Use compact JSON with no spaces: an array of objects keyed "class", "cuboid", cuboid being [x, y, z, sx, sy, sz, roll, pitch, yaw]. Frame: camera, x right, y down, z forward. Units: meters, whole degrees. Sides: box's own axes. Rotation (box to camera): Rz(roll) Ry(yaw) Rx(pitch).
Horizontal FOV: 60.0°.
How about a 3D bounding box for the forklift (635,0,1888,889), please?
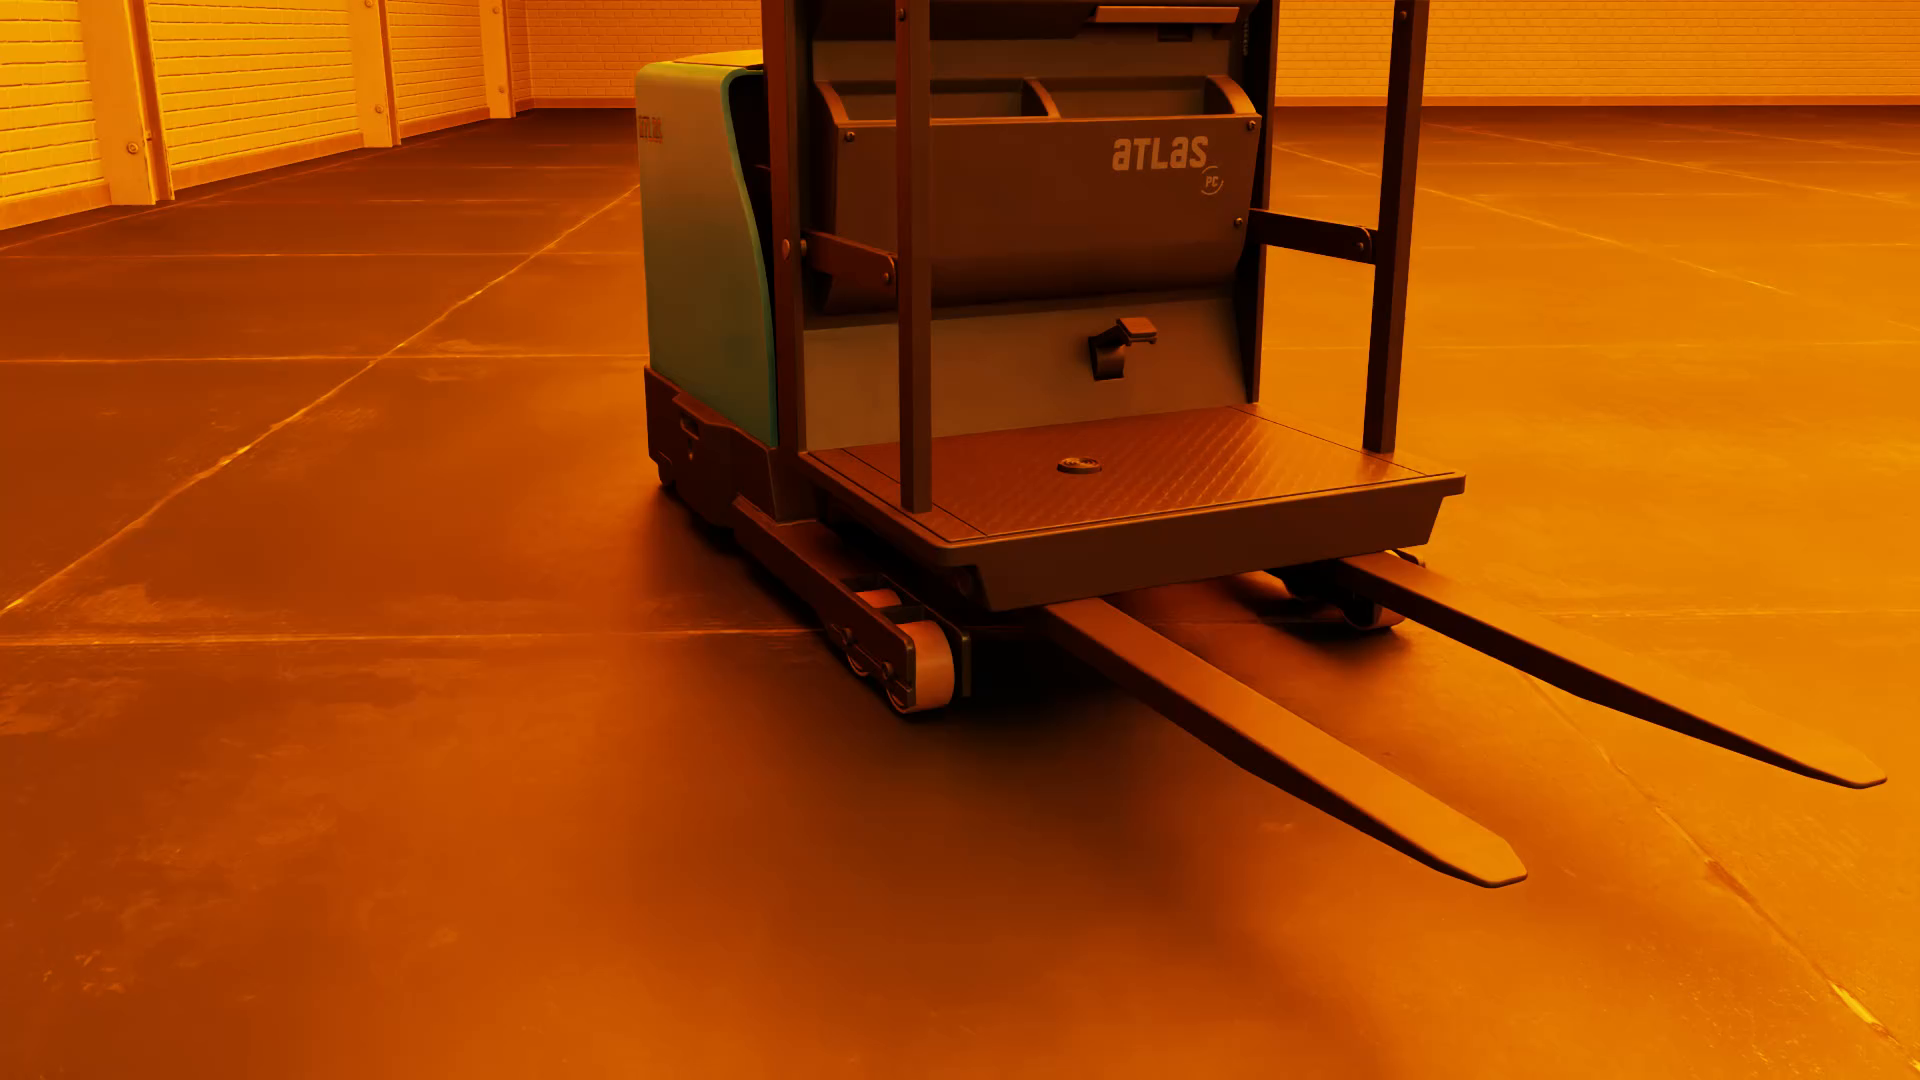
[{"class":"forklift","cuboid":[0.258,-1.240,2.962,1.130,2.935,3.031,-8,19,-24]}]
